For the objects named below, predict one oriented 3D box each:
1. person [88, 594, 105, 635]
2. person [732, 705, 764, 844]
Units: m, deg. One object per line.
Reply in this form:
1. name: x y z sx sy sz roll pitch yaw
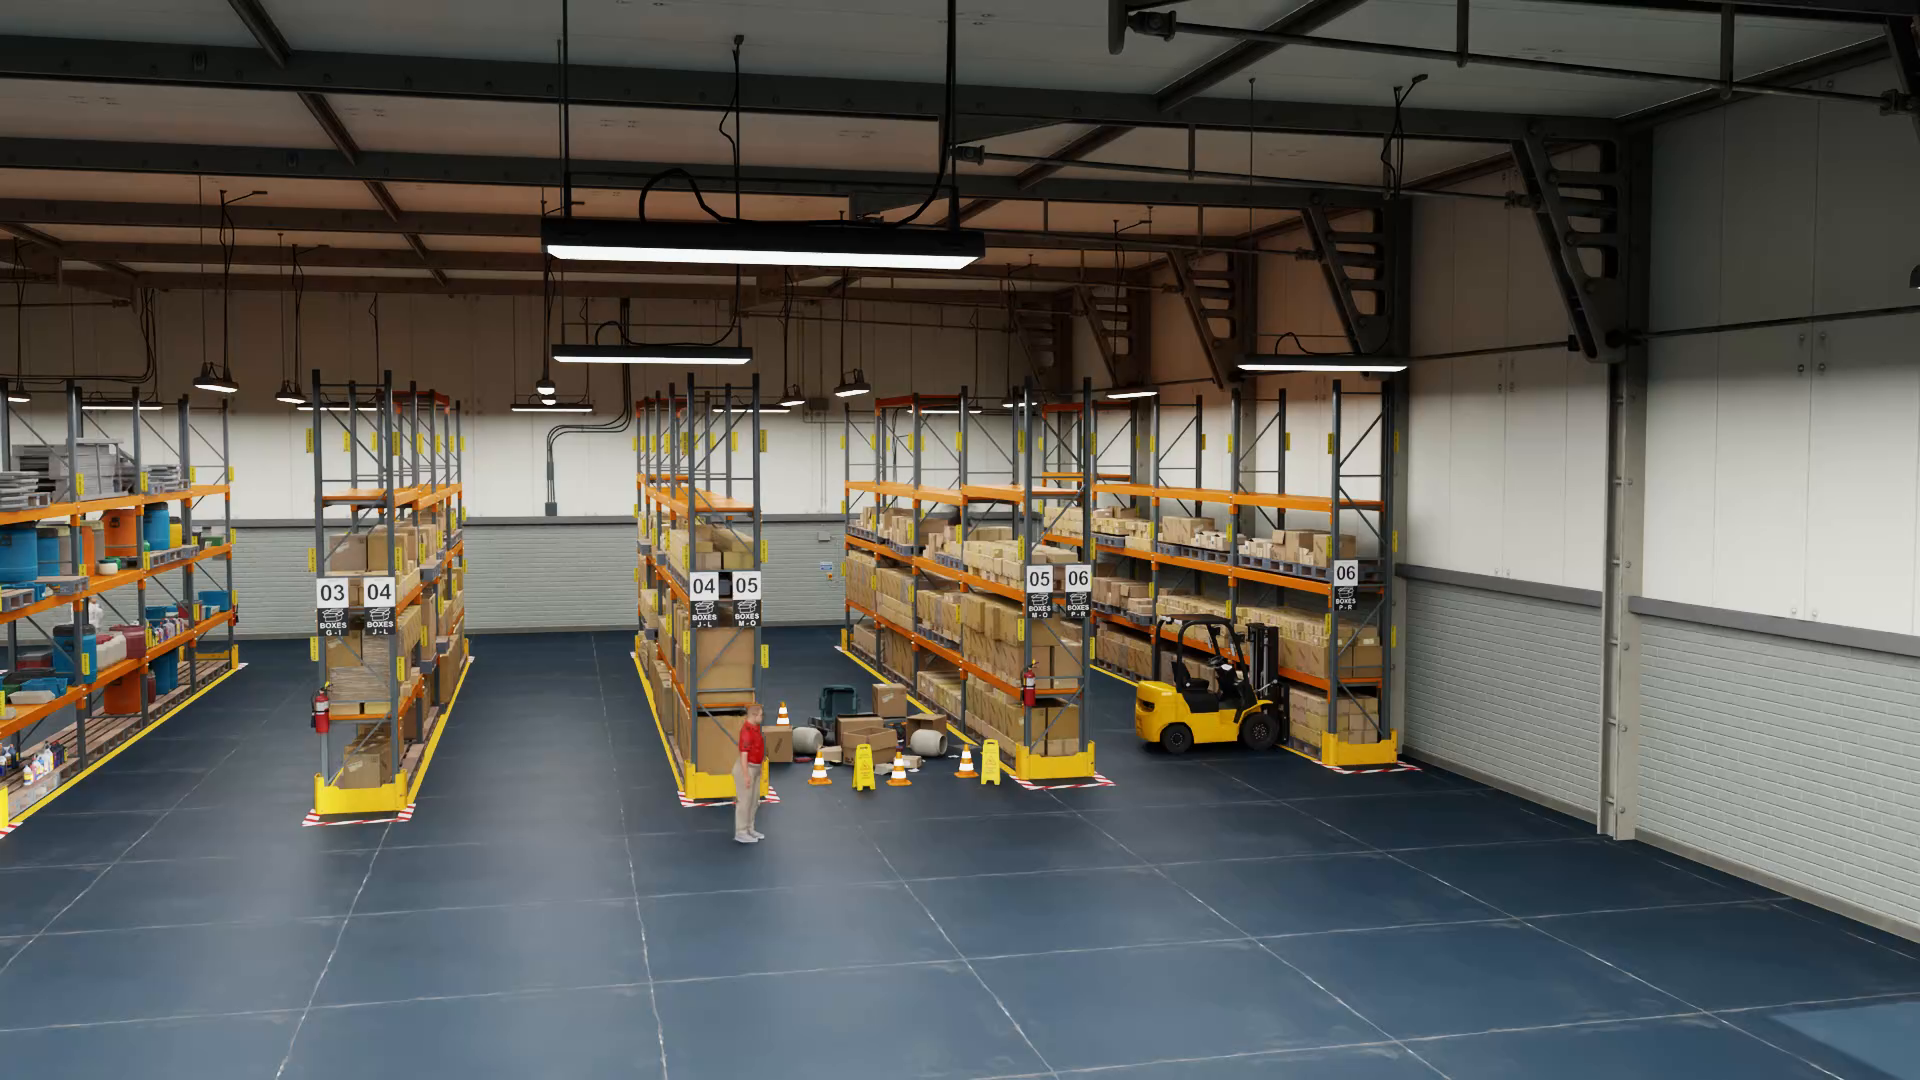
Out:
1. person: -19.530 1.990 37.407 0.670 1.674 0.494 0 3 -6
2. person: -2.661 2.936 20.955 0.392 1.736 0.567 0 3 6
